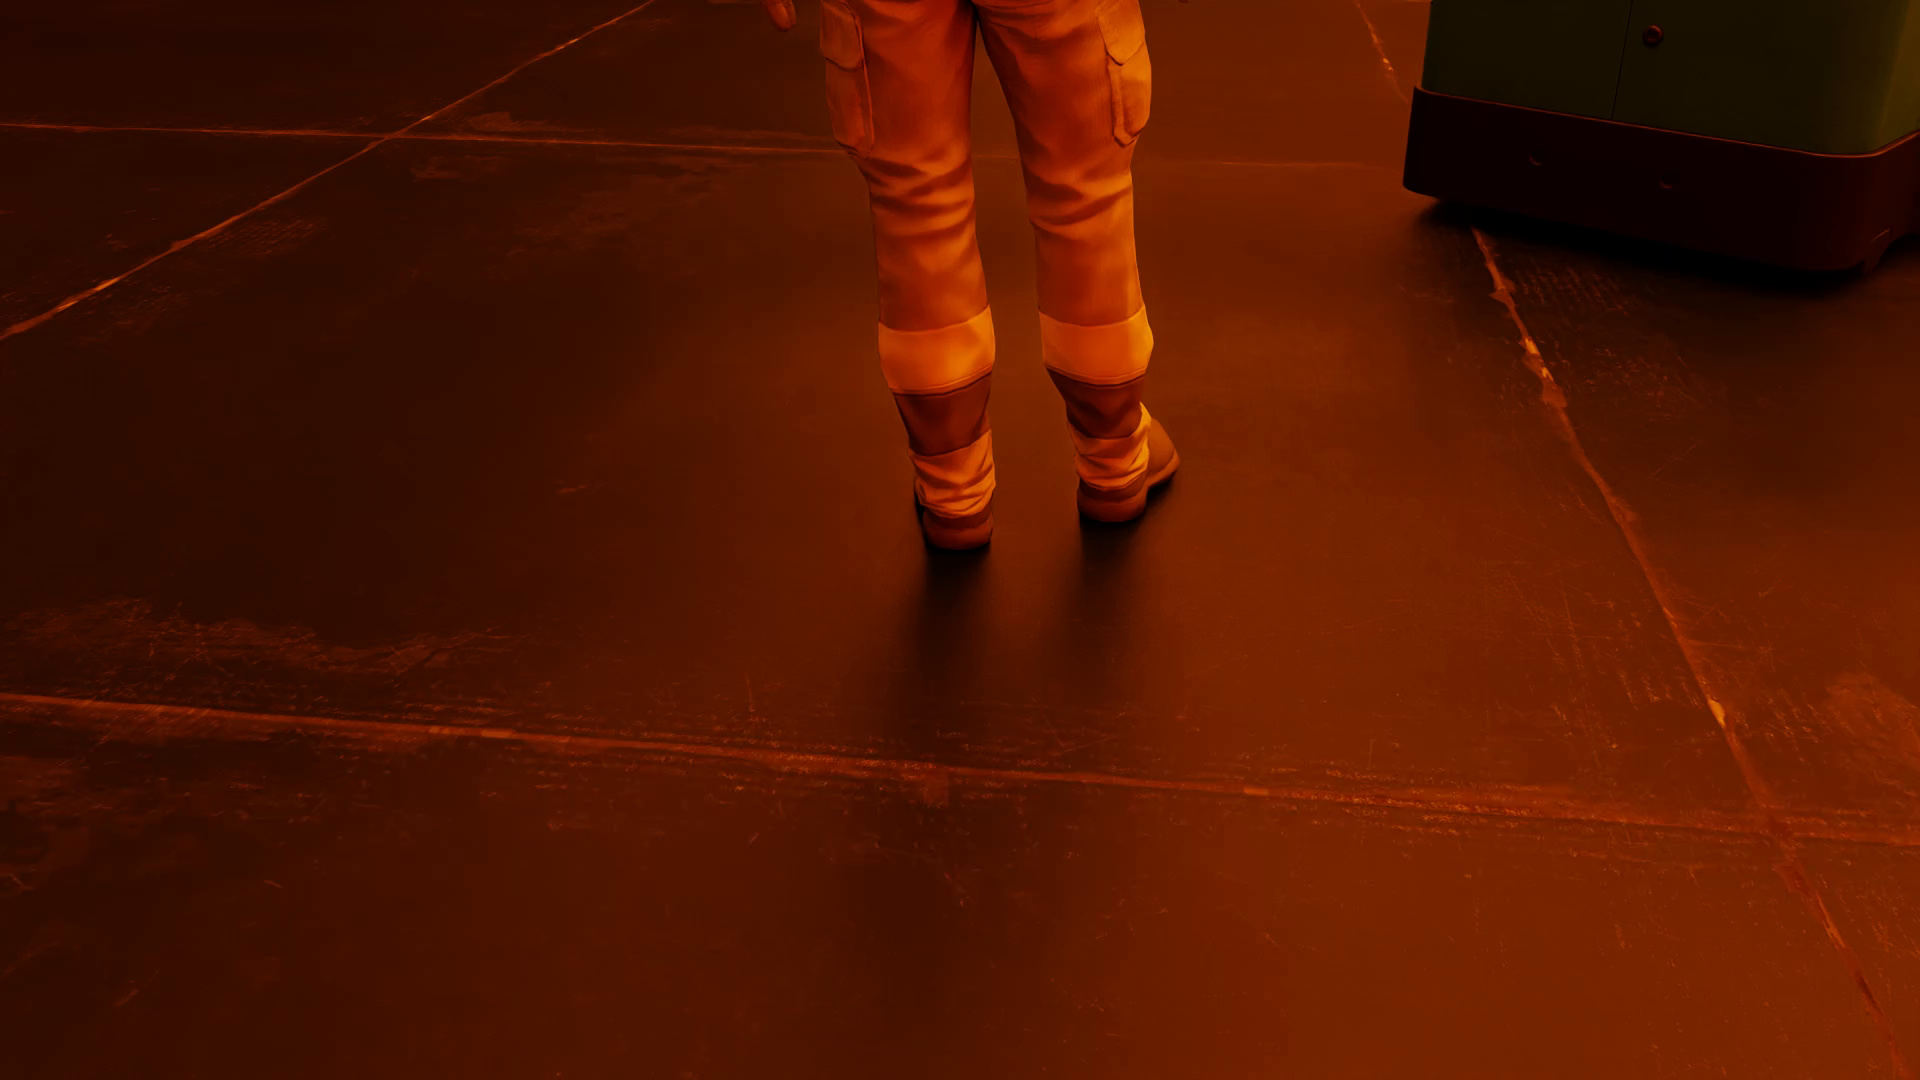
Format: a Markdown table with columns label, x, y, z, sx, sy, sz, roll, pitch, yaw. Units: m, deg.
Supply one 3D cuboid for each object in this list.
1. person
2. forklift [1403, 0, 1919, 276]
| label | x | y | z | sx | sy | sz | roll | pitch | yaw |
| --- | --- | --- | --- | --- | --- | --- | --- | --- | --- |
| person | 0.022 | -0.842 | 2.167 | 0.638 | 1.787 | 0.564 | 3 | 27 | 7 |
| forklift | 2.471 | -2.434 | 4.097 | 1.130 | 2.935 | 3.031 | 23 | 35 | 38 |
